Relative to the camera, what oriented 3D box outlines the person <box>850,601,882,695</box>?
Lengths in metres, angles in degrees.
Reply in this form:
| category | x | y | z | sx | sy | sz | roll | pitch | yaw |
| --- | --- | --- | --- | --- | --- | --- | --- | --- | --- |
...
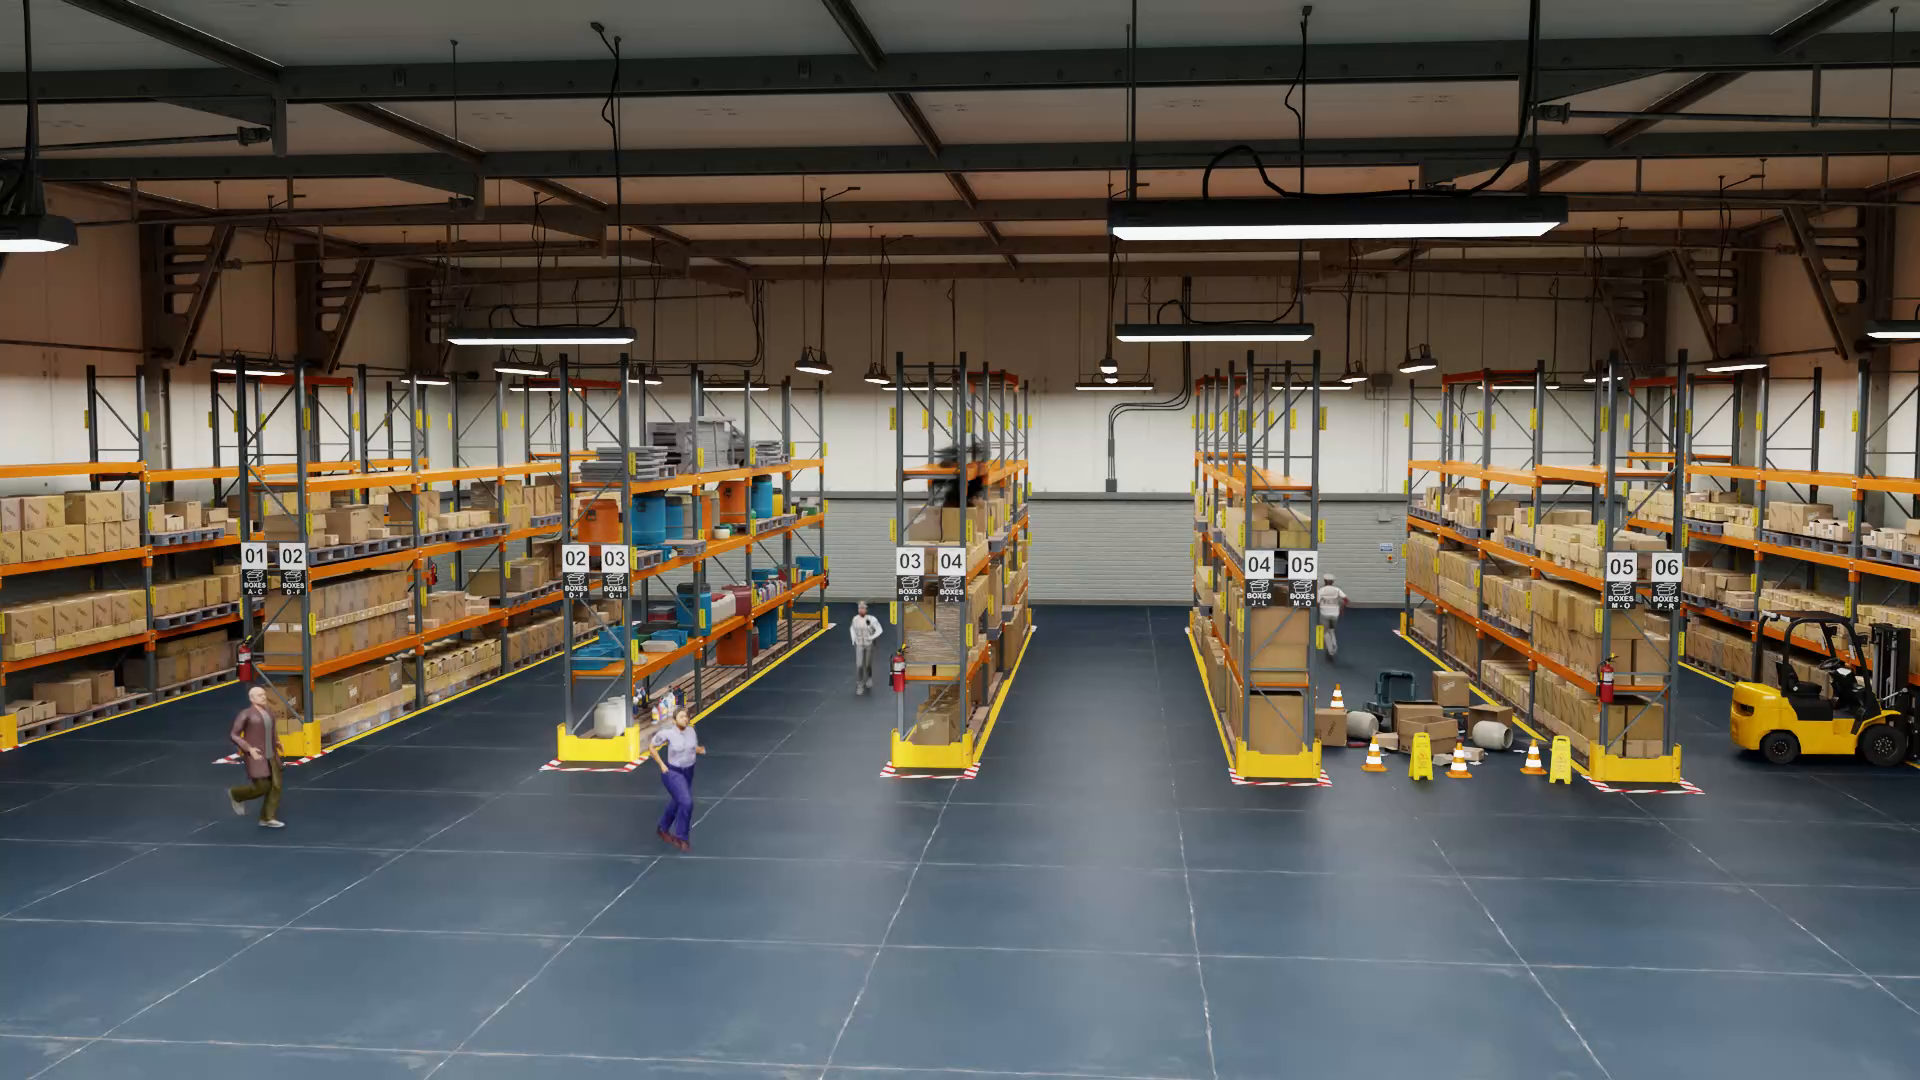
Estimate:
| category | x | y | z | sx | sy | sz | roll | pitch | yaw |
| --- | --- | --- | --- | --- | --- | --- | --- | --- | --- |
| person | -1.736 | 1.982 | 30.816 | 0.631 | 1.743 | 0.750 | 1 | 4 | 9 |

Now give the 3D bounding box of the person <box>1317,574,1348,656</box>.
| category | x | y | z | sx | sy | sz | roll | pitch | yaw |
| --- | --- | --- | --- | --- | --- | --- | --- | --- | --- |
| person | 7.847 | 1.611 | 35.412 | 0.636 | 1.801 | 0.713 | -1 | 4 | -11 |

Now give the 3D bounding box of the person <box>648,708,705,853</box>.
| category | x | y | z | sx | sy | sz | roll | pitch | yaw |
| --- | --- | --- | --- | --- | --- | --- | --- | --- | --- |
| person | -3.293 | 2.815 | 19.549 | 0.726 | 1.719 | 0.573 | 3 | 5 | 34 |

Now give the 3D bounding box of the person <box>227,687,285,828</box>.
| category | x | y | z | sx | sy | sz | roll | pitch | yaw |
| --- | --- | --- | --- | --- | --- | --- | --- | --- | --- |
| person | -8.690 | 2.681 | 20.579 | 0.789 | 1.744 | 0.712 | 2 | 4 | 24 |
